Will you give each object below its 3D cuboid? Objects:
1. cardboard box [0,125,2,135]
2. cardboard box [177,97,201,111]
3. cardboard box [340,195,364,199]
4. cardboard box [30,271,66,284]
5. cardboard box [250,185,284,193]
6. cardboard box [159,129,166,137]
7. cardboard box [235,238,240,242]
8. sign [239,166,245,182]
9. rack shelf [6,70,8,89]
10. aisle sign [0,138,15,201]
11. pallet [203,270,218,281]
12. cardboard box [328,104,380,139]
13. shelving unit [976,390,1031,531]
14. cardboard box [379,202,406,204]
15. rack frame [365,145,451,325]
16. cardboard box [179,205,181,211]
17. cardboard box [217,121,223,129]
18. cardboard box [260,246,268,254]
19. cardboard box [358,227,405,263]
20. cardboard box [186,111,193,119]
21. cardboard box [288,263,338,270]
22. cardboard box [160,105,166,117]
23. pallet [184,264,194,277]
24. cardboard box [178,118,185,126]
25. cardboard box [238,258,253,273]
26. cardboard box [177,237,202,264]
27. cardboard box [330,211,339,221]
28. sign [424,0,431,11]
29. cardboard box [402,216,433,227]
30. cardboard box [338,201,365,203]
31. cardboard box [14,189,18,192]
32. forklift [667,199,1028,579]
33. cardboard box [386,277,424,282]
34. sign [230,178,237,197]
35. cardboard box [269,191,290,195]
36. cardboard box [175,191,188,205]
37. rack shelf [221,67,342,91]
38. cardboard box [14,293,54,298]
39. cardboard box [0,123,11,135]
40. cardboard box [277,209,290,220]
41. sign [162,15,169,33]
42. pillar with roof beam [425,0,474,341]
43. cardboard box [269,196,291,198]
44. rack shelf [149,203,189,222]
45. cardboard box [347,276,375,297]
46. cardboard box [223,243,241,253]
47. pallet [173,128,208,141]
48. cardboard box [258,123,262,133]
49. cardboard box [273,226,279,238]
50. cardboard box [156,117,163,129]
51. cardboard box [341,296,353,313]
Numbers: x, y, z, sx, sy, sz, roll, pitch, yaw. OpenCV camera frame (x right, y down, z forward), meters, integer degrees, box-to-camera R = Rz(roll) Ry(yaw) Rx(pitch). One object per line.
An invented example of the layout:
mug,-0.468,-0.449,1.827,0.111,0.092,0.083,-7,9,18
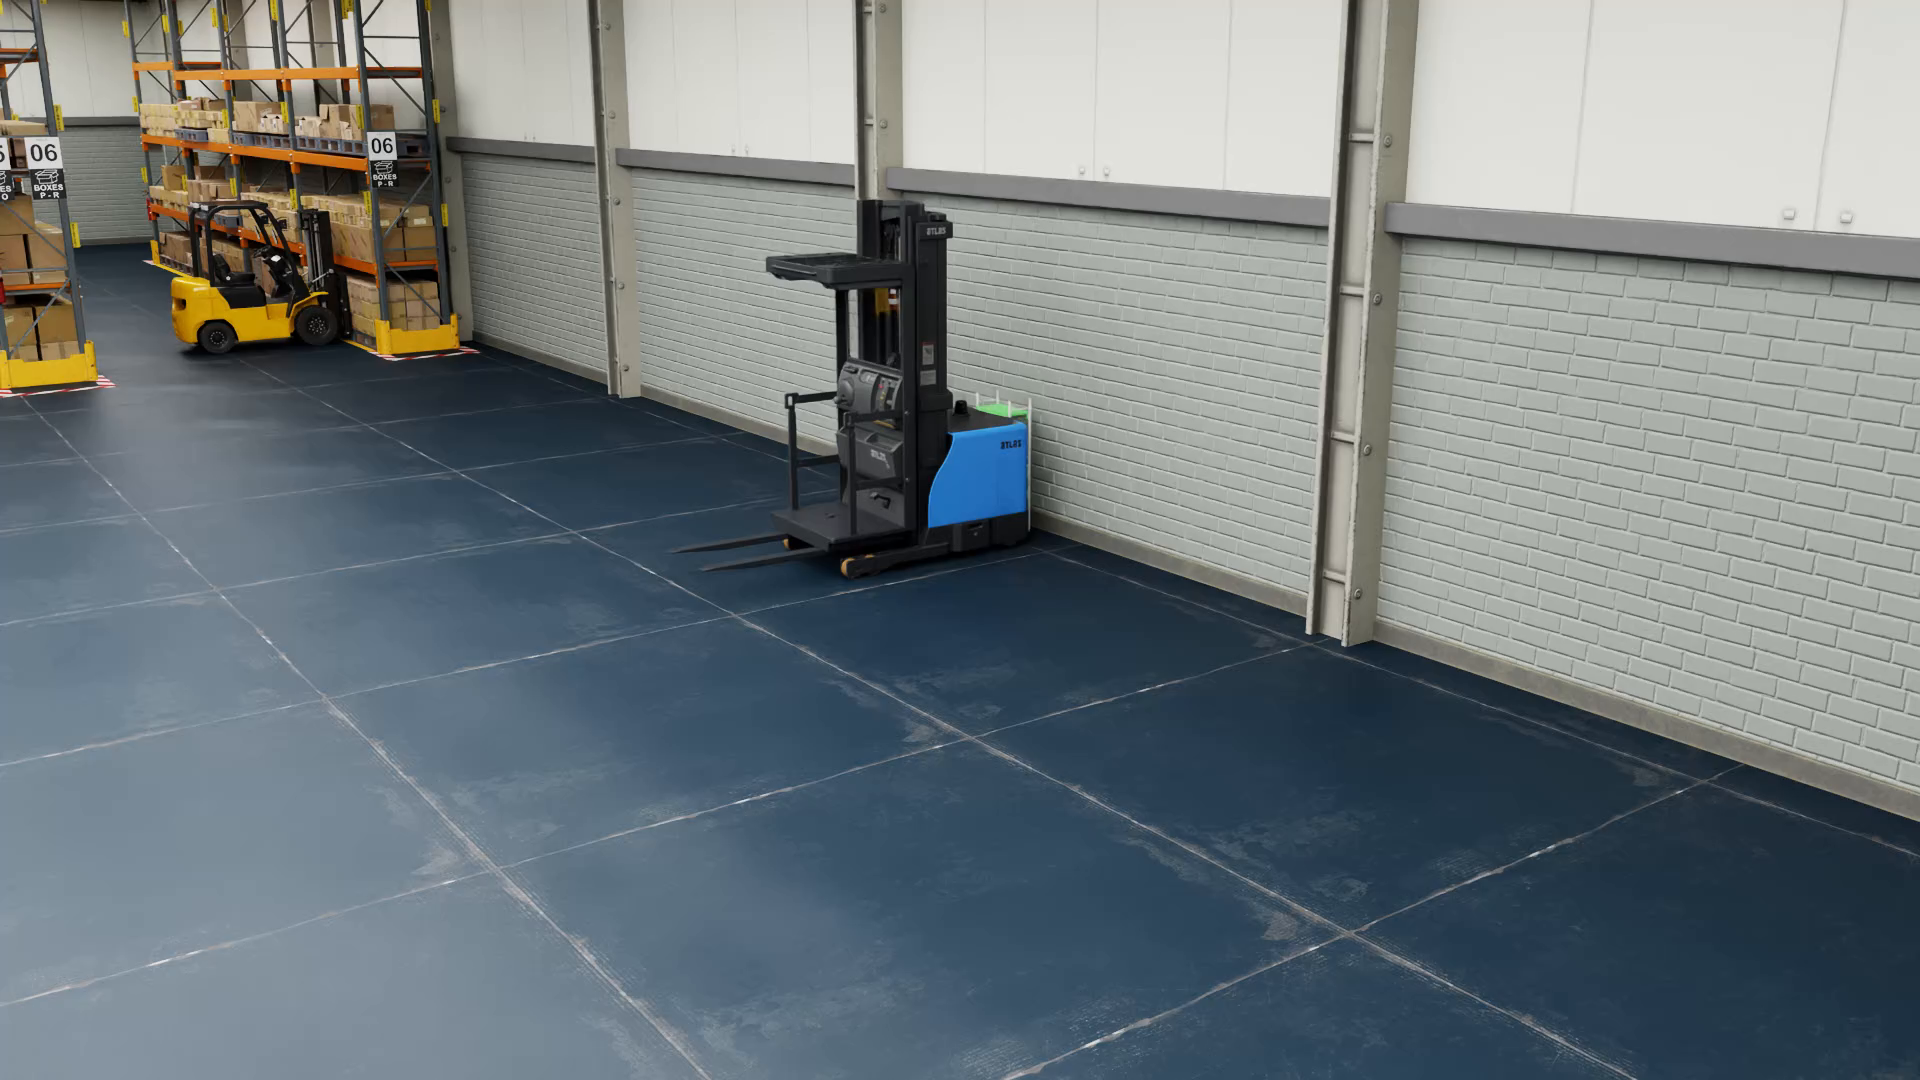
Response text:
cardboard box,-12.721,-5.335,21.670,0.380,0.149,0.250,-10,18,-34
cardboard box,-15.311,-8.672,33.041,0.396,0.266,0.258,-11,19,-35
cardboard box,-9.956,-5.586,27.323,0.380,0.149,0.250,-11,19,-36
cardboard box,-12.195,-3.521,22.235,0.380,0.149,0.250,-11,19,-34
cardboard box,-13.030,-6.402,31.300,0.500,0.500,0.500,-10,18,-32
cardboard box,-16.585,-8.552,34.934,0.380,0.149,0.250,-10,18,-33
cardboard box,-14.448,-6.041,33.677,0.380,0.149,0.250,-11,19,-34
sign,-14.759,-7.517,34.164,0.100,0.325,0.005,-11,19,-35
rack shelf,-15.691,-7.172,25.856,1.077,0.370,4.000,-11,19,-35
aisle sign,-12.361,-4.733,21.263,0.394,0.787,0.004,-11,19,-35
pallet,-14.697,-5.358,33.754,1.003,0.211,1.213,-11,19,-35
cardboard box,-9.129,-6.346,25.222,0.700,0.500,0.500,-11,19,-34
shelving unit,0.385,-0.698,14.855,0.258,1.200,0.503,-10,18,-33
cardboard box,-8.777,-5.141,25.696,0.380,0.149,0.250,-10,18,-33
rack frame,-8.150,-4.309,24.637,1.000,3.000,0.127,-11,19,-35
cardboard box,-16.073,-6.943,34.738,0.380,0.149,0.250,-10,18,-33
cardboard box,-13.709,-7.787,31.192,0.380,0.149,0.250,-11,19,-35
cardboard box,-13.254,-5.588,32.022,0.380,0.149,0.250,-11,19,-34
cardboard box,-8.652,-4.421,24.859,0.500,0.500,0.500,-11,19,-36
cardboard box,-14.883,-8.302,32.471,0.380,0.149,0.250,-11,19,-35
cardboard box,-11.268,-4.497,29.026,0.875,0.625,0.625,-11,19,-35
cardboard box,-16.294,-8.917,34.566,0.500,0.250,0.500,-10,18,-34
pallet,-15.609,-5.673,34.904,1.003,0.211,1.213,-11,19,-35
cardboard box,-15.228,-8.261,32.887,0.380,0.149,0.250,-11,19,-34
cardboard box,-13.277,-5.071,31.361,0.500,0.500,0.500,-10,18,-33
cardboard box,-16.193,-6.167,35.365,0.700,0.500,0.500,-12,19,-37
cardboard box,-9.635,-5.082,26.043,0.380,0.149,0.250,-11,19,-36
sign,-7.698,-7.814,24.011,0.100,0.325,0.005,-11,19,-35
cardboard box,-8.140,-4.783,24.950,0.380,0.149,0.250,-11,19,-36
cardboard box,-9.438,-5.184,25.852,0.380,0.149,0.250,-11,19,-34
cardboard box,-13.496,-4.617,23.116,0.700,0.500,0.500,-11,19,-35
forklift,-0.919,-1.260,13.629,3.031,2.935,1.130,-10,18,-32
cardboard box,-8.577,-3.906,25.683,0.500,0.250,0.500,-11,19,-34
sign,-13.288,-6.451,30.421,0.100,0.325,0.005,-11,19,-35
cardboard box,-12.499,-6.340,30.641,0.380,0.149,0.250,-10,18,-33
cardboard box,-16.009,-7.118,34.621,0.500,0.250,0.500,-11,19,-34
rack shelf,-11.678,-7.944,28.674,1.077,0.370,4.000,-11,19,-35
cardboard box,-13.349,-3.328,24.046,0.500,0.500,0.500,-10,18,-32
cardboard box,-12.776,-5.573,22.538,0.380,0.149,0.250,-11,19,-35
cardboard box,-11.306,-5.506,28.347,0.500,0.250,0.500,-11,19,-36
sign,-15.656,-10.173,32.780,0.100,0.325,0.005,-11,19,-35
pillar with roof beam,-11.313,-6.823,22.458,9.100,9.000,0.400,-11,19,-35
cardboard box,-11.906,-5.950,29.215,0.380,0.149,0.250,-11,19,-35
rack shelf,-16.382,-6.951,35.655,1.077,0.370,4.000,-11,19,-35
cardboard box,-9.283,-3.932,25.778,0.500,0.250,0.500,-11,19,-34
cardboard box,-14.106,-5.680,32.359,0.380,0.149,0.250,-12,19,-37
pallet,-14.879,-8.077,33.079,1.213,0.211,1.003,-11,19,-35
cardboard box,-11.848,-7.092,28.614,0.380,0.149,0.250,-11,19,-35
cardboard box,-11.577,-5.375,28.816,0.500,0.250,0.500,-11,19,-34
cardboard box,-16.589,-8.783,35.022,0.500,0.250,0.500,-11,19,-35
cardboard box,-9.296,-3.697,25.869,0.500,0.250,0.500,-11,19,-36
